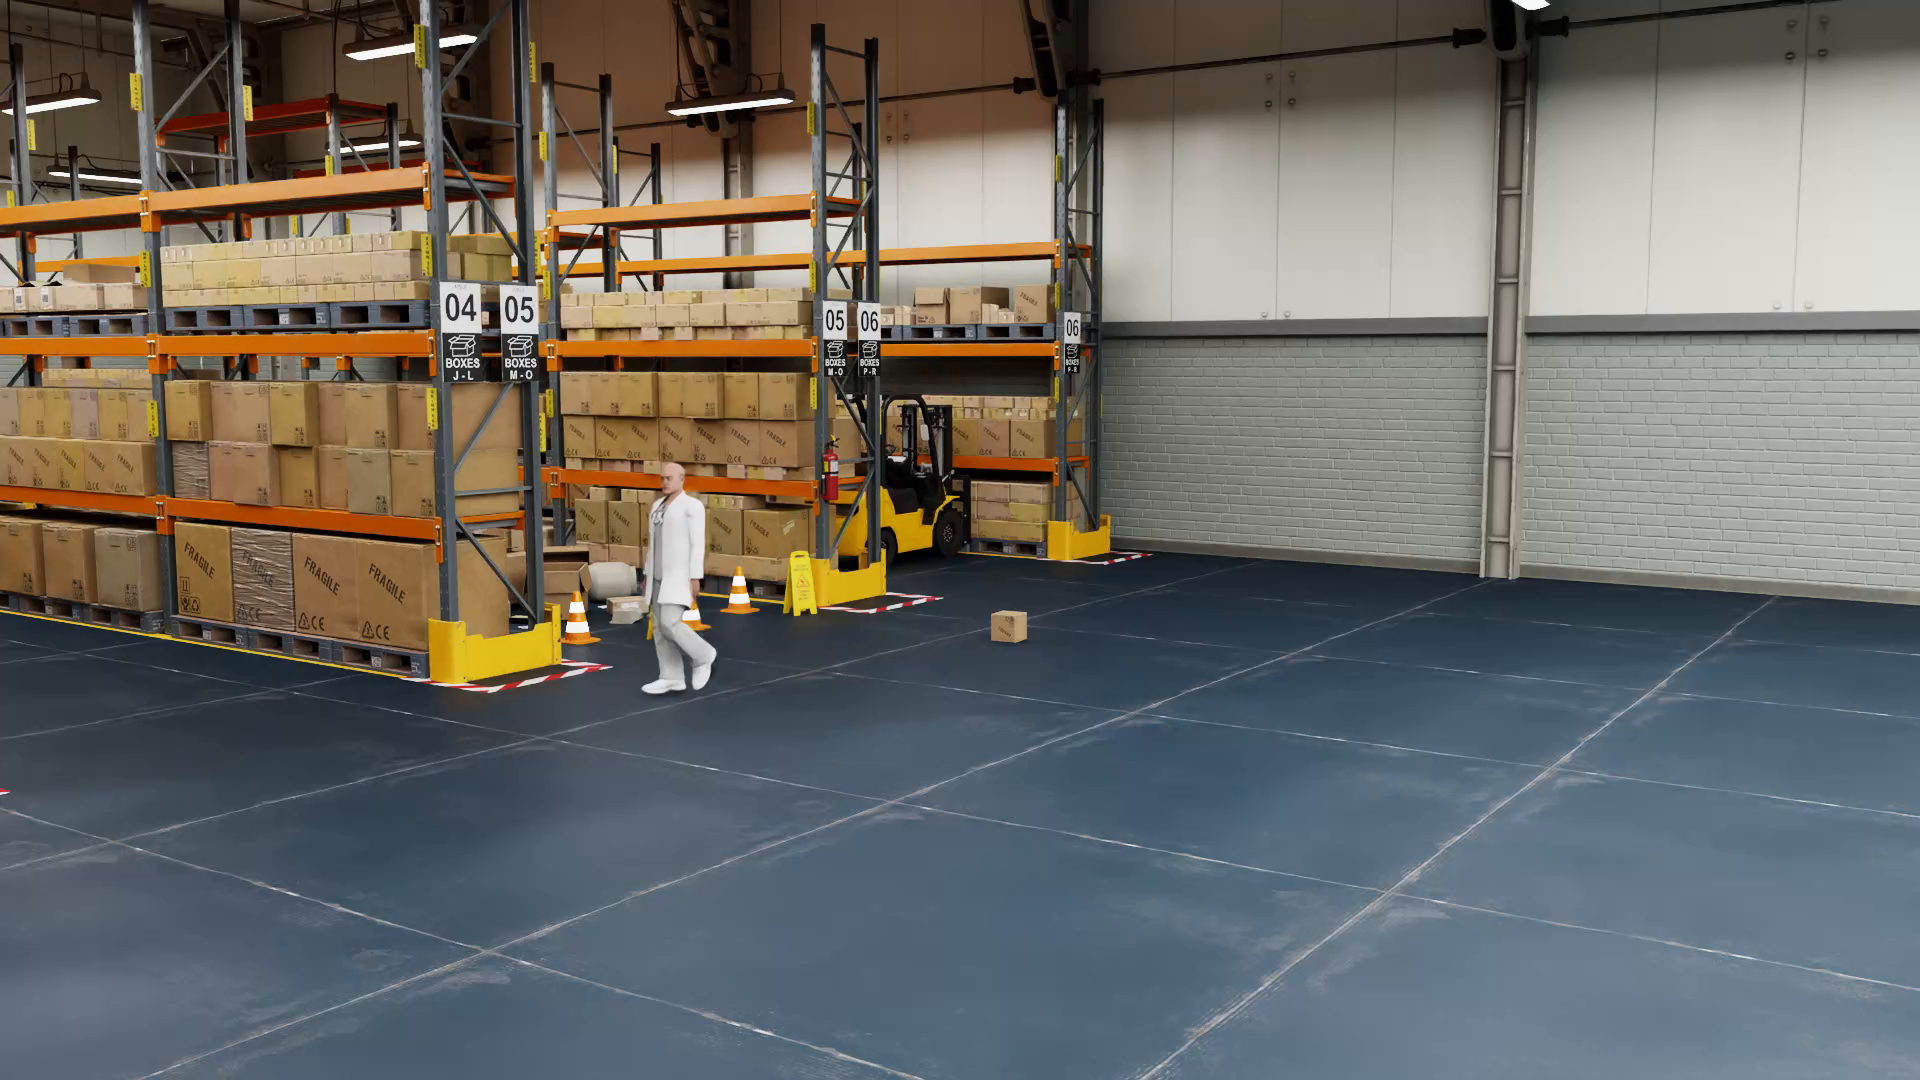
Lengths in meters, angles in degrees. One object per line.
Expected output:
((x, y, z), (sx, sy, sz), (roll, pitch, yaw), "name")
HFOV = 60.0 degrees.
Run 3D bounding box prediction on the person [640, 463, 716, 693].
((-2.196, 0.289, 12.817), (0.592, 1.770, 0.566), (5, 8, 40), "person")
